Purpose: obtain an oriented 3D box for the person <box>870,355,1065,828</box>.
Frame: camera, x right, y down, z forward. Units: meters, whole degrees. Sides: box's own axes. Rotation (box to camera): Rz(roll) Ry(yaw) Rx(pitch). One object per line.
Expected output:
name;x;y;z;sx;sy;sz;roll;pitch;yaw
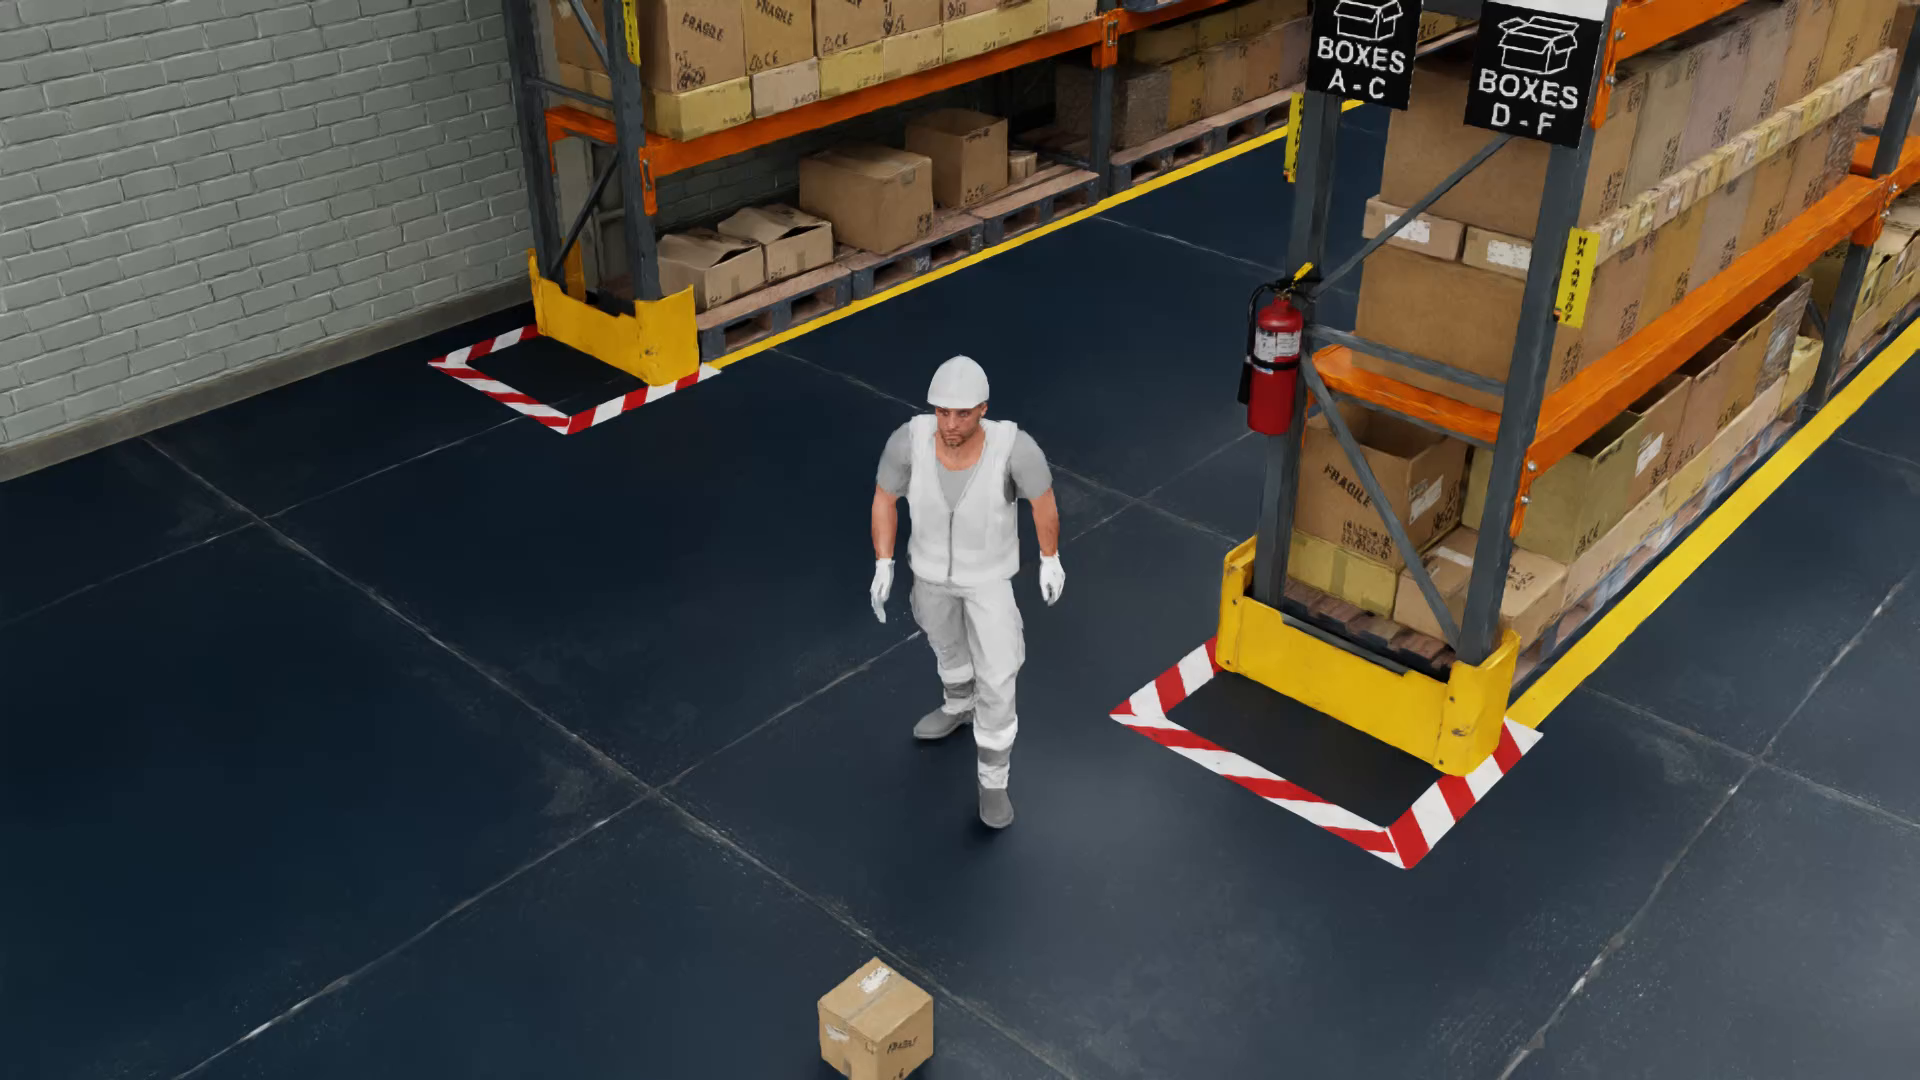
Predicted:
person;0.019;0.123;5.920;0.660;1.745;0.719;9;32;15
